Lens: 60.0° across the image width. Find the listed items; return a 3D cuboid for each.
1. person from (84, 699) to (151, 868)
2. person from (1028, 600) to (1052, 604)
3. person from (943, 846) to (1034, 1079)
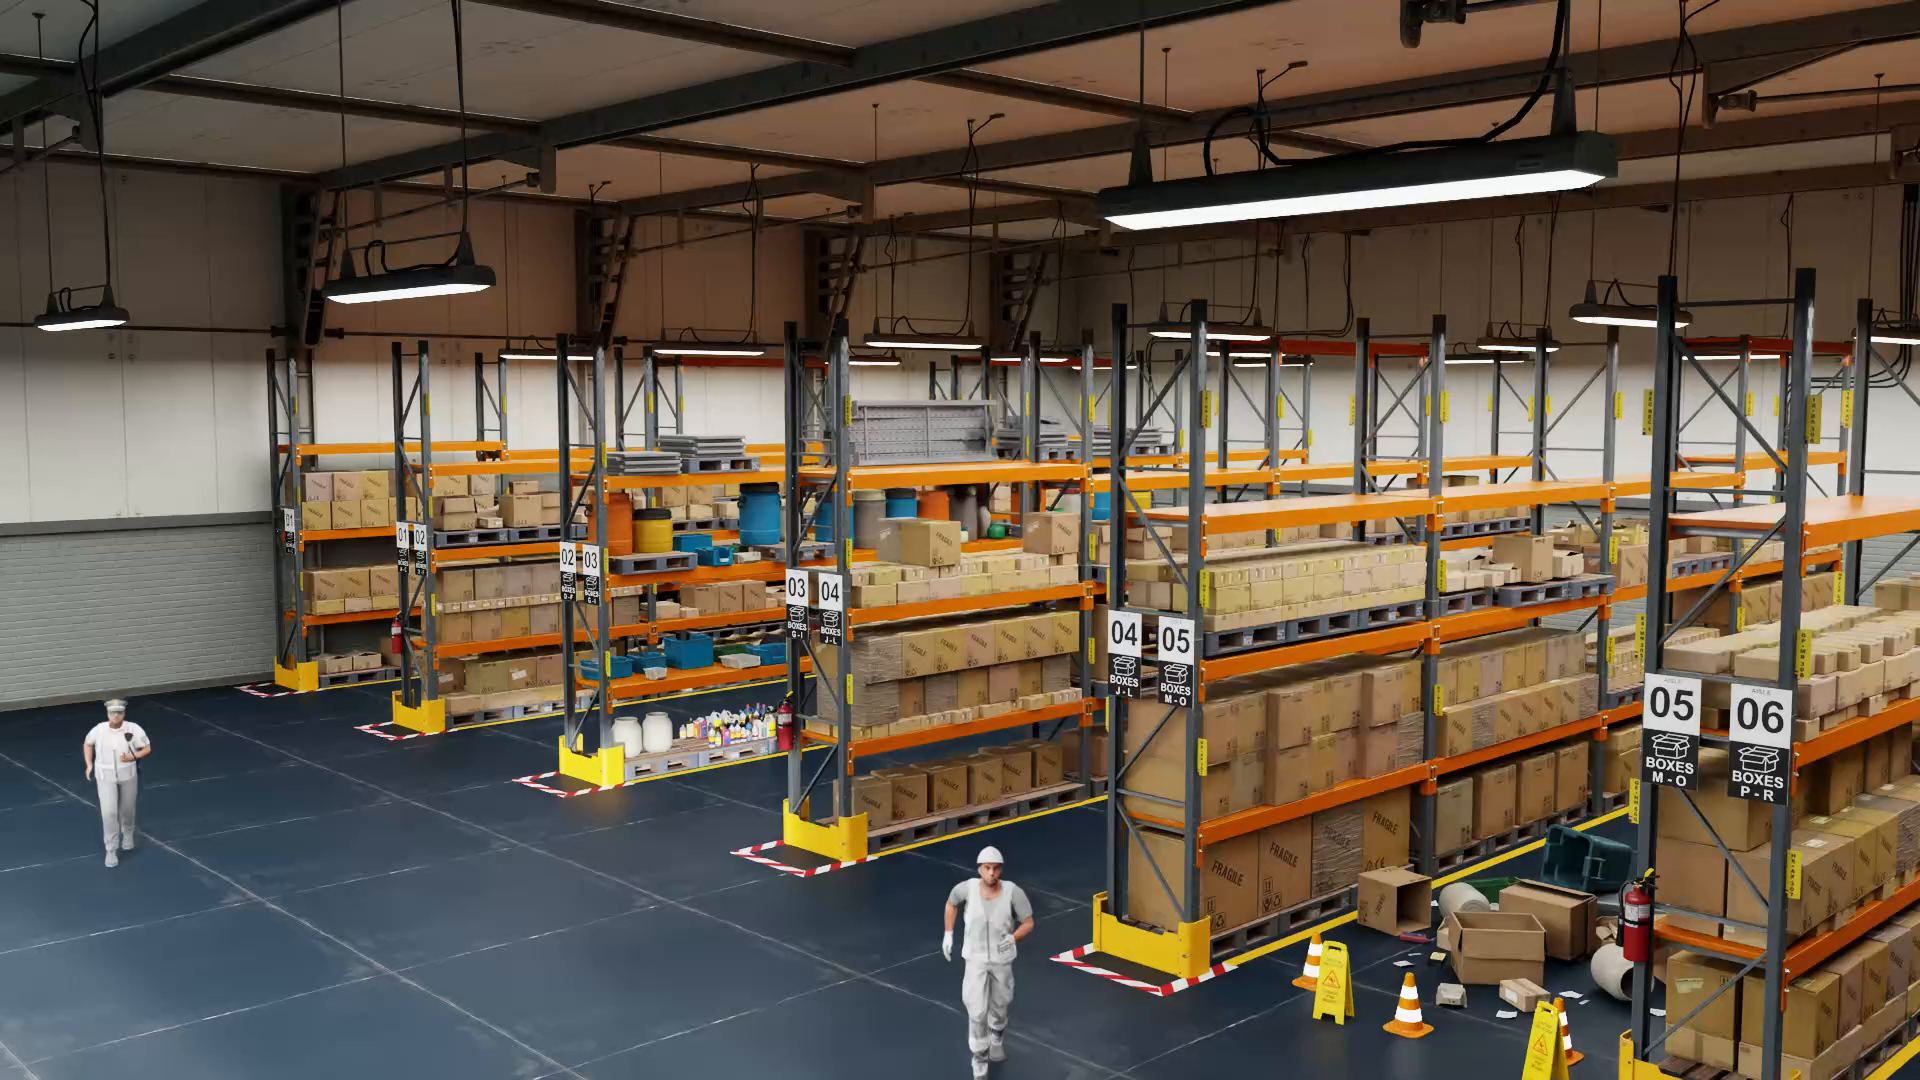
[{"bbox_3d":[-9.399,2.658,18.578,0.665,1.794,0.897,-3,6,-27],"label":"person"},{"bbox_3d":[1.450,1.535,32.639,0.563,1.703,0.736,4,6,40],"label":"person"},{"bbox_3d":[0.212,3.208,12.559,0.688,1.859,0.793,0,5,-1],"label":"person"}]
